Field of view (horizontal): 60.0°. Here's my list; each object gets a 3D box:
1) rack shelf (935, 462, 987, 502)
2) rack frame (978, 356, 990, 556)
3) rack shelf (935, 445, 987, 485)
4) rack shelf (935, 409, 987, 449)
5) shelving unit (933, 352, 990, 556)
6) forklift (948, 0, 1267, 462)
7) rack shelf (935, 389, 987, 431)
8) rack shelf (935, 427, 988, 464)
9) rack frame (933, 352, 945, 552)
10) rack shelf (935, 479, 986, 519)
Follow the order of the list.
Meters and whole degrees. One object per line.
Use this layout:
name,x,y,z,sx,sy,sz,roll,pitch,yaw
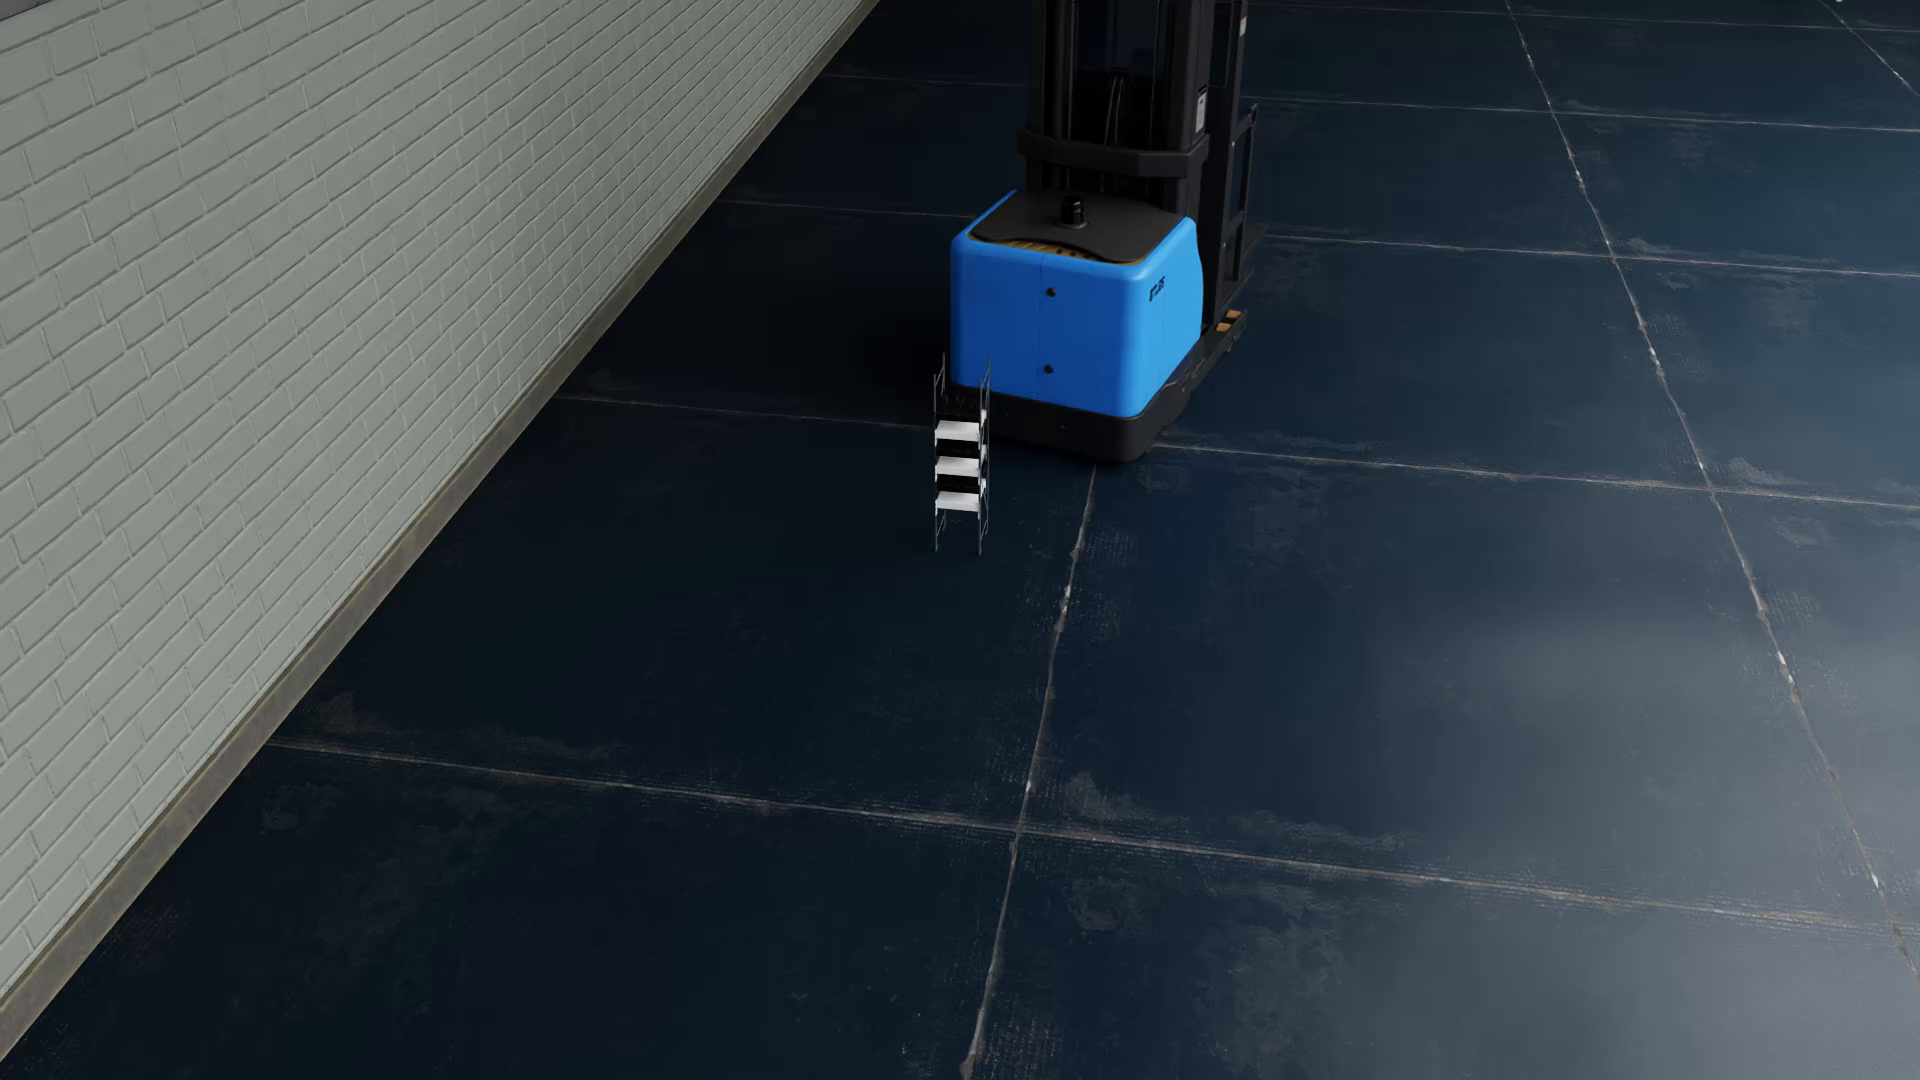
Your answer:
rack shelf,0.008,-0.276,7.576,0.200,0.077,0.258,5,32,8
rack frame,0.108,-0.372,7.496,0.006,0.900,0.240,5,32,8
rack shelf,0.008,-0.352,7.528,0.200,0.077,0.258,5,32,8
rack shelf,0.008,-0.505,7.432,0.200,0.077,0.258,5,32,8
shelving unit,0.008,-0.381,7.510,0.210,0.900,0.258,5,32,8
forklift,1.008,-2.396,8.816,1.130,2.935,3.031,14,35,21
rack shelf,0.008,-0.581,7.384,0.200,0.077,0.258,5,32,8
rack shelf,0.008,-0.429,7.480,0.200,0.077,0.258,5,32,8
rack frame,-0.092,-0.390,7.525,0.006,0.900,0.240,5,32,8
rack shelf,0.008,-0.200,7.623,0.200,0.077,0.258,5,32,8
